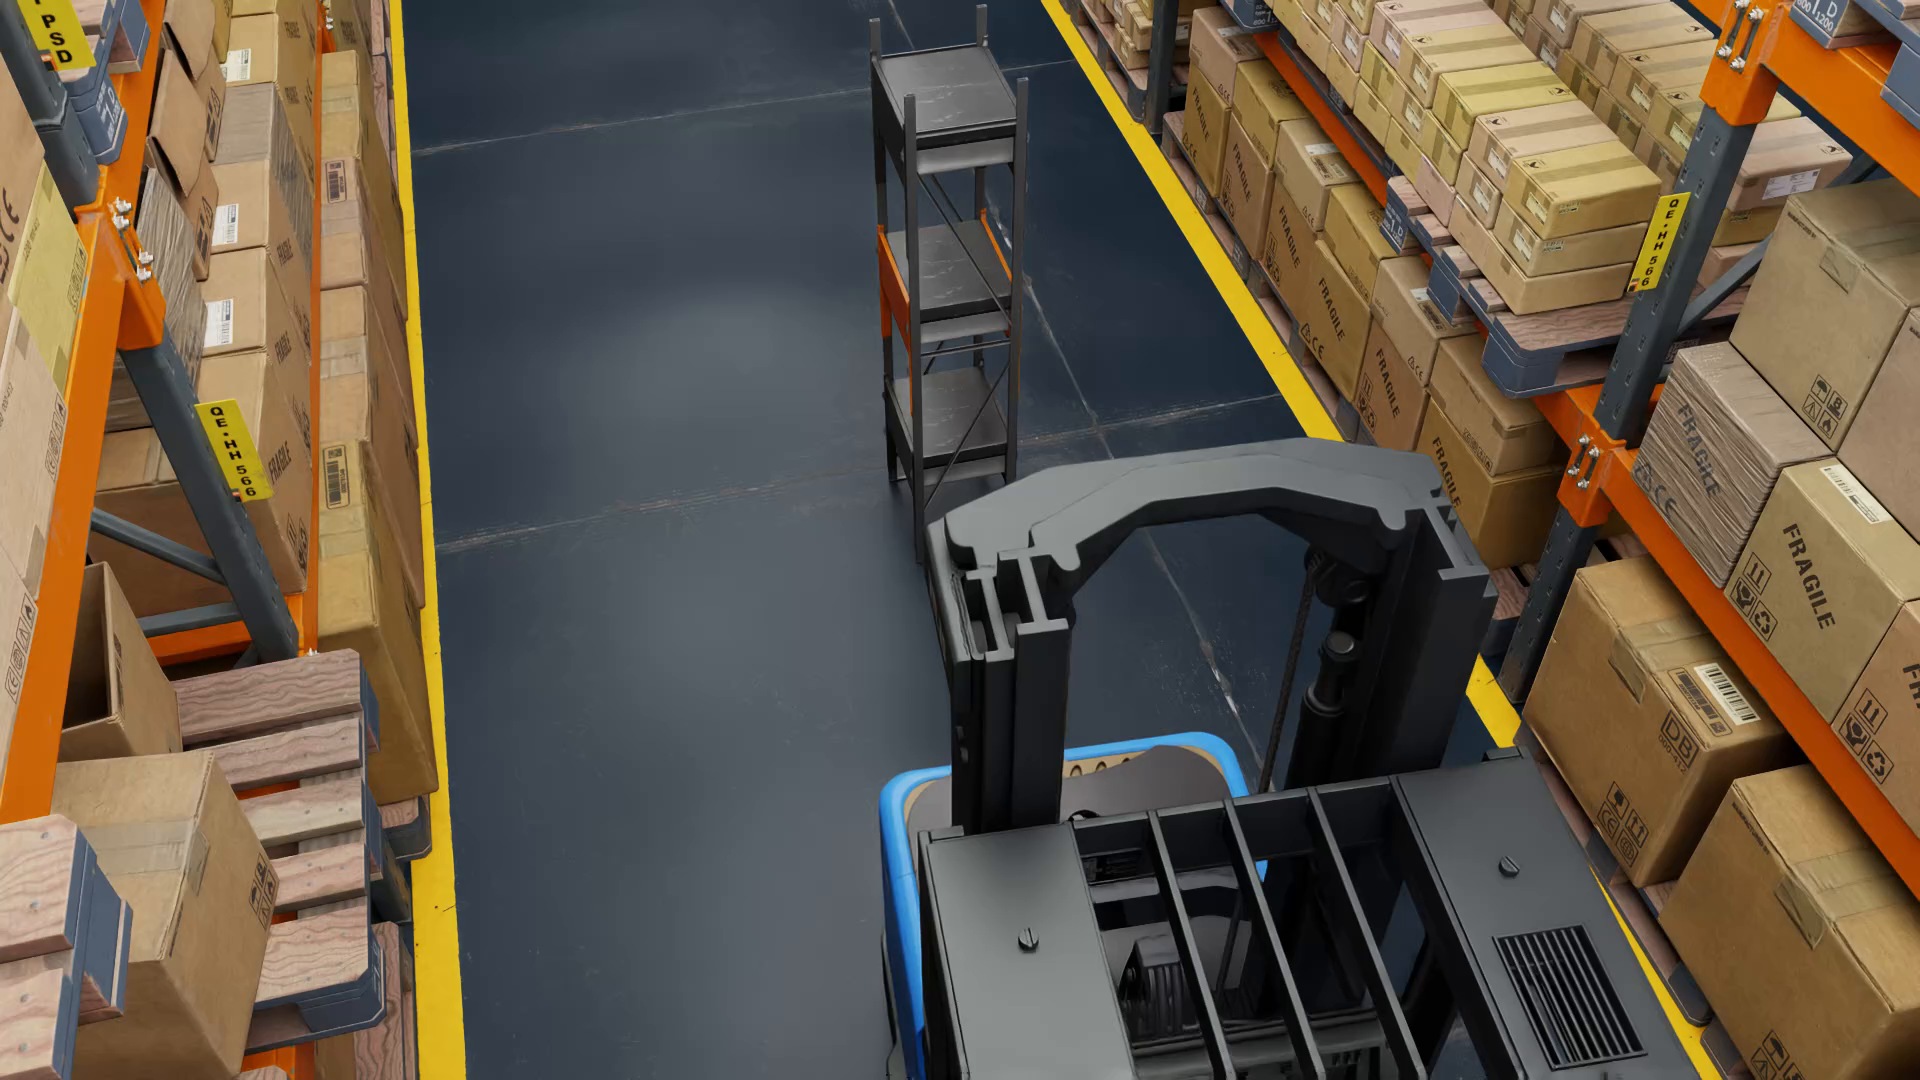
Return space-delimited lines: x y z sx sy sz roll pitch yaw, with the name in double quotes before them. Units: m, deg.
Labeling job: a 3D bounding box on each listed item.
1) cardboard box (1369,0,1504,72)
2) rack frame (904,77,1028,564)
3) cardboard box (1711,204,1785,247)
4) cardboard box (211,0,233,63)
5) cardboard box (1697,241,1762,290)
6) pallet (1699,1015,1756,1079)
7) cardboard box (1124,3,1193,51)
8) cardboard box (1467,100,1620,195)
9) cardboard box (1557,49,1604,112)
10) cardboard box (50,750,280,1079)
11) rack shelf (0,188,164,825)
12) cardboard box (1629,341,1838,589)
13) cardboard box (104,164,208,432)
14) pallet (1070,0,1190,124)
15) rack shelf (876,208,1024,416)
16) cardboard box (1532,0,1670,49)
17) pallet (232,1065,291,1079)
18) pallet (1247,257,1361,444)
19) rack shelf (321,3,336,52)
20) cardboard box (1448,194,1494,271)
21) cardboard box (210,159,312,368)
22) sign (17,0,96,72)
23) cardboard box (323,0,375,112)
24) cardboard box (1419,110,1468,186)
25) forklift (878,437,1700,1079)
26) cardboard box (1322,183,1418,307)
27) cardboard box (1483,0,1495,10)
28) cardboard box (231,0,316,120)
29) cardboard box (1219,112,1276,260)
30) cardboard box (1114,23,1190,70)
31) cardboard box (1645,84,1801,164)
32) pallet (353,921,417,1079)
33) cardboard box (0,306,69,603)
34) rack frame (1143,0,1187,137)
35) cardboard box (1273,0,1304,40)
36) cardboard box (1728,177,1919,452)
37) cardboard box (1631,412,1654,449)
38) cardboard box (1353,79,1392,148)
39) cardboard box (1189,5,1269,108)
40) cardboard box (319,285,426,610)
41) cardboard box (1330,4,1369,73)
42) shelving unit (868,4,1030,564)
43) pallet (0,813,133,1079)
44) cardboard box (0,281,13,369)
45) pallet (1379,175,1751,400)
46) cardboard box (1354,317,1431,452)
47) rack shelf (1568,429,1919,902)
"cardboard box" 1.681 -1.798 5.877 0.380 0.149 0.250 -11 47 -10
"rack frame" 0.020 -0.681 5.947 0.400 2.100 0.015 -11 47 -10
"cardboard box" 2.577 -1.104 5.405 0.380 0.149 0.250 -9 46 -9
"cardboard box" -3.002 -1.966 5.804 0.797 0.503 0.637 -10 46 -10
"cardboard box" 2.587 -0.975 5.487 0.380 0.149 0.250 -11 47 -11
"pallet" 2.944 1.804 4.834 1.003 0.211 1.213 -11 47 -10
"cardboard box" 1.095 -2.745 8.833 0.380 0.149 0.250 -10 46 -10
"cardboard box" 1.876 -1.266 5.356 0.380 0.149 0.250 -11 47 -11
"cardboard box" 2.369 -1.649 5.939 0.380 0.149 0.250 -11 47 -10
"cardboard box" -1.897 0.817 3.485 0.700 0.500 0.500 -4 46 -4
"rack shelf" -1.802 0.849 2.221 1.077 0.370 4.000 -11 47 -10
"cardboard box" 2.361 -0.246 4.821 0.500 0.500 0.500 -10 46 -10
"cardboard box" -2.485 -0.627 4.492 0.797 0.503 0.637 -9 46 -9
"pallet" 1.276 -2.813 9.359 1.003 0.211 1.213 -11 47 -10
"rack shelf" -0.042 -0.840 6.122 0.431 0.518 0.480 -11 47 -10
"cardboard box" 2.307 -1.917 5.994 0.380 0.149 0.250 -9 46 -8
"pallet" -1.768 1.693 3.125 1.003 0.211 1.213 -11 47 -10
"pallet" 1.999 -0.975 7.558 1.003 0.211 1.213 -11 47 -10
"rack shelf" -3.850 -3.624 8.705 1.077 0.370 4.000 -11 47 -10
"cardboard box" 1.874 -1.058 5.568 0.380 0.149 0.250 -11 47 -10
"cardboard box" -2.444 -0.862 5.425 0.500 0.500 0.500 -11 47 -11
"sign" -1.789 -1.062 3.228 0.100 0.325 0.005 -11 47 -10
"cardboard box" -3.430 -2.368 8.165 0.875 0.875 0.875 -11 47 -10
"cardboard box" 1.800 -1.356 5.653 0.380 0.149 0.250 -10 46 -9
"forklift" 0.514 1.357 3.368 1.130 2.935 3.031 -7 46 -7
"cardboard box" 1.823 -1.230 6.786 0.500 0.250 0.500 -10 46 -9
"cardboard box" 2.173 -2.178 6.458 0.380 0.149 0.250 -9 46 -9
"cardboard box" -2.834 -1.914 6.456 0.500 0.500 0.500 -9 46 -9
"cardboard box" 1.552 -1.680 7.753 0.500 0.500 0.500 -9 46 -9
"cardboard box" 1.053 -2.690 8.988 0.380 0.149 0.250 -10 46 -10
"cardboard box" 2.504 -1.377 5.465 0.380 0.149 0.250 -12 47 -11
"pallet" -2.115 1.783 4.855 1.003 0.211 1.213 -11 47 -10
"cardboard box" -1.815 -0.107 2.760 0.500 0.250 0.500 -11 47 -10
"rack frame" 1.483 -3.332 7.915 1.000 3.000 0.127 -11 47 -10
"cardboard box" 1.478 -2.134 6.623 0.380 0.149 0.250 -11 47 -11
"cardboard box" 2.612 -0.644 4.510 0.700 0.500 0.500 -11 47 -11
"cardboard box" 2.564 -0.625 6.194 0.500 0.250 0.500 -13 47 -12
"cardboard box" 1.677 -1.593 6.093 0.380 0.149 0.250 -13 47 -12
"cardboard box" 1.416 -2.308 7.843 0.500 0.250 0.500 -13 47 -12
"cardboard box" -2.691 -0.234 6.072 1.225 0.875 0.875 -11 47 -10
"cardboard box" 1.608 -1.882 6.167 0.380 0.149 0.250 -10 46 -9
"shelving unit" -0.042 -0.849 6.112 0.431 2.100 0.503 -11 47 -10
"pallet" -1.613 0.883 1.816 1.213 0.211 1.003 -11 47 -10
"cardboard box" -1.808 -0.357 2.480 0.500 0.500 0.500 -11 47 -10
"pallet" 2.221 -0.976 5.740 1.213 0.211 1.003 -11 47 -10
"cardboard box" 1.956 -0.608 6.702 0.500 0.500 0.500 -9 46 -9
"rack shelf" 3.019 1.062 4.112 1.077 0.370 4.000 -11 47 -10
